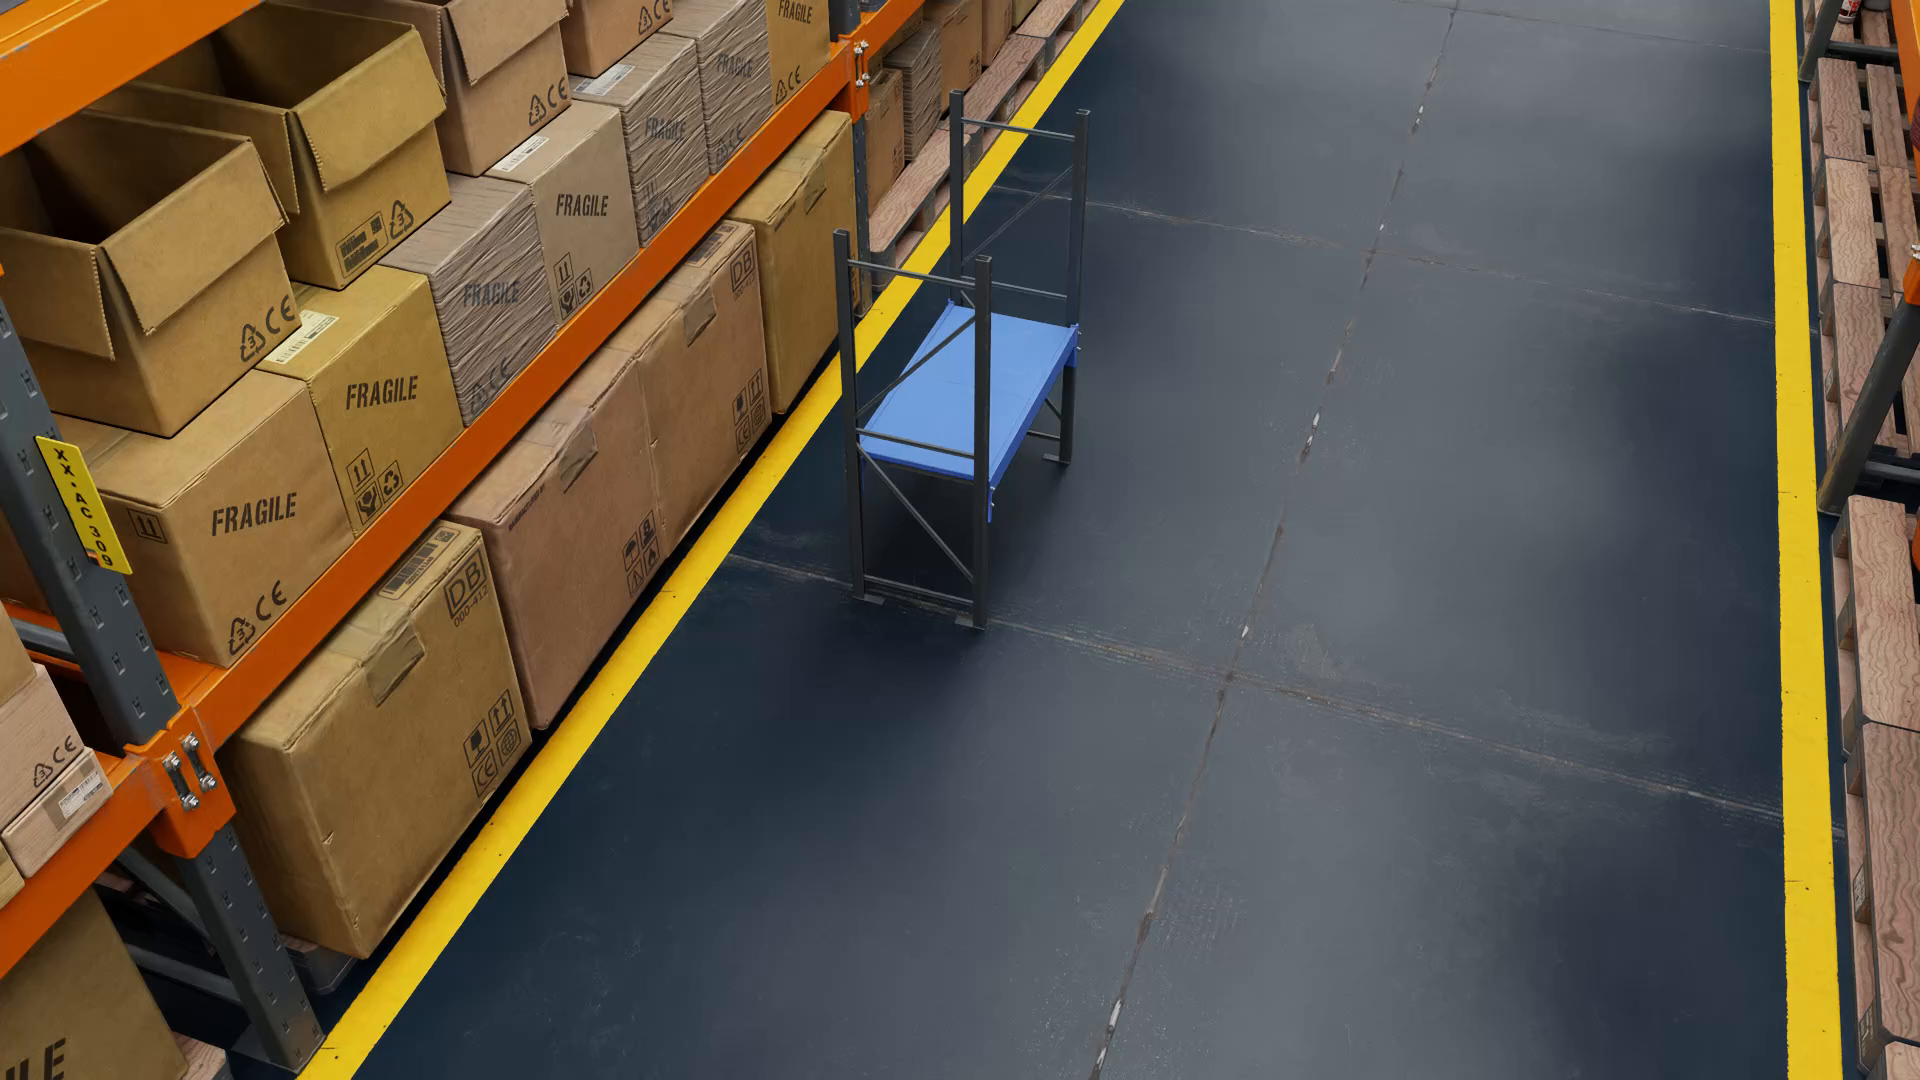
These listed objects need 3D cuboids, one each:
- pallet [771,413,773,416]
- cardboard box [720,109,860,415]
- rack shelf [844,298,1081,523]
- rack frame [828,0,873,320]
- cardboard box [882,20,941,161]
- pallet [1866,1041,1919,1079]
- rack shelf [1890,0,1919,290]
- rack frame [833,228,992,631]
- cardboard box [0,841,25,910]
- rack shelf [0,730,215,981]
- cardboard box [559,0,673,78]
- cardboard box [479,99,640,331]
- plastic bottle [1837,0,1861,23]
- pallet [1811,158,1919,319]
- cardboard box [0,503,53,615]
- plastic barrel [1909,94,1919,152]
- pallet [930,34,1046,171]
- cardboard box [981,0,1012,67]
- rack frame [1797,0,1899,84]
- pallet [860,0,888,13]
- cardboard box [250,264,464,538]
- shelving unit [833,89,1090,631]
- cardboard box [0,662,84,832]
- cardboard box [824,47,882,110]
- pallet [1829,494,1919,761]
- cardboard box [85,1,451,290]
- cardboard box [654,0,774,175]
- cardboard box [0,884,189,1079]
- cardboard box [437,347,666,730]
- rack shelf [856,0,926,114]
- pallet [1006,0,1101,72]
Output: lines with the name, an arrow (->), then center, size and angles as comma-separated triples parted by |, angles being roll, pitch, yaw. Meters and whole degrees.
pallet -> -1.224, -0.742, 6.957 | 1.003, 0.211, 1.213 | 13, 42, 15
cardboard box -> -1.139, -1.202, 6.661 | 1.225, 0.875, 0.875 | 11, 42, 13
rack shelf -> 0.029, -0.486, 5.941 | 0.538, 0.185, 1.000 | 13, 42, 15
rack frame -> -0.883, -2.267, 6.596 | 1.000, 3.000, 0.127 | 13, 42, 15
cardboard box -> -0.495, -2.238, 8.149 | 0.700, 0.500, 0.500 | 10, 41, 12
pallet -> 2.706, 1.871, 3.894 | 1.003, 0.211, 1.213 | 13, 42, 15
rack shelf -> 4.455, -2.114, 6.971 | 1.077, 0.370, 4.000 | 13, 42, 15
rack frame -> -0.145, -0.313, 5.461 | 0.500, 1.500, 0.032 | 13, 42, 15
cardboard box -> -2.135, 0.684, 3.330 | 0.380, 0.149, 0.250 | 14, 42, 16
rack shelf -> -2.935, 1.666, 2.540 | 1.077, 0.370, 4.000 | 13, 42, 15
cardboard box -> -1.374, -1.847, 5.254 | 0.797, 0.503, 0.637 | 14, 42, 16
cardboard box -> -1.345, -1.019, 5.056 | 0.500, 0.500, 0.500 | 14, 42, 16
plastic bottle -> 4.970, -3.001, 9.273 | 0.097, 0.201, 0.097 | 0, 40, 0
pallet -> 4.491, -1.312, 7.626 | 1.003, 0.211, 1.213 | 13, 42, 15
cardboard box -> -2.348, -0.211, 4.109 | 0.500, 0.500, 0.500 | 13, 42, 15
plastic barrel -> 3.645, -1.570, 5.674 | 0.600, 0.536, 0.708 | 13, 42, 15
pallet -> -0.196, -2.424, 8.929 | 1.003, 0.211, 1.213 | 13, 42, 15
cardboard box -> -0.117, -2.925, 8.955 | 0.700, 0.500, 0.500 | 10, 41, 11
rack frame -> 5.139, -3.607, 8.167 | 1.000, 3.000, 0.127 | 13, 42, 15
pallet -> -0.740, -2.652, 7.195 | 1.213, 0.211, 1.003 | 13, 42, 15
cardboard box -> -1.688, -0.397, 4.327 | 0.500, 0.500, 0.500 | 13, 42, 15
shelving unit -> 0.029, -0.623, 5.824 | 0.538, 1.500, 1.048 | 13, 42, 15
cardboard box -> -2.155, 0.444, 3.305 | 0.500, 0.250, 0.500 | 13, 42, 14
cardboard box -> -0.682, -2.184, 7.508 | 0.500, 0.250, 0.500 | 15, 43, 17
pallet -> 3.541, 0.383, 5.638 | 1.003, 0.211, 1.213 | 13, 42, 15
cardboard box -> -1.795, -1.054, 4.325 | 0.797, 0.503, 0.637 | 14, 42, 16
cardboard box -> -0.995, -1.646, 5.791 | 0.500, 0.500, 0.500 | 13, 42, 15
cardboard box -> -2.552, 1.206, 3.839 | 0.875, 0.875, 0.875 | 13, 42, 15
cardboard box -> -1.746, -0.119, 5.392 | 1.225, 0.875, 0.875 | 12, 42, 14
rack shelf -> -0.199, -3.213, 8.259 | 1.077, 0.370, 4.000 | 13, 42, 15
pallet -> 0.220, -3.171, 9.804 | 1.003, 0.211, 1.213 | 13, 42, 15
